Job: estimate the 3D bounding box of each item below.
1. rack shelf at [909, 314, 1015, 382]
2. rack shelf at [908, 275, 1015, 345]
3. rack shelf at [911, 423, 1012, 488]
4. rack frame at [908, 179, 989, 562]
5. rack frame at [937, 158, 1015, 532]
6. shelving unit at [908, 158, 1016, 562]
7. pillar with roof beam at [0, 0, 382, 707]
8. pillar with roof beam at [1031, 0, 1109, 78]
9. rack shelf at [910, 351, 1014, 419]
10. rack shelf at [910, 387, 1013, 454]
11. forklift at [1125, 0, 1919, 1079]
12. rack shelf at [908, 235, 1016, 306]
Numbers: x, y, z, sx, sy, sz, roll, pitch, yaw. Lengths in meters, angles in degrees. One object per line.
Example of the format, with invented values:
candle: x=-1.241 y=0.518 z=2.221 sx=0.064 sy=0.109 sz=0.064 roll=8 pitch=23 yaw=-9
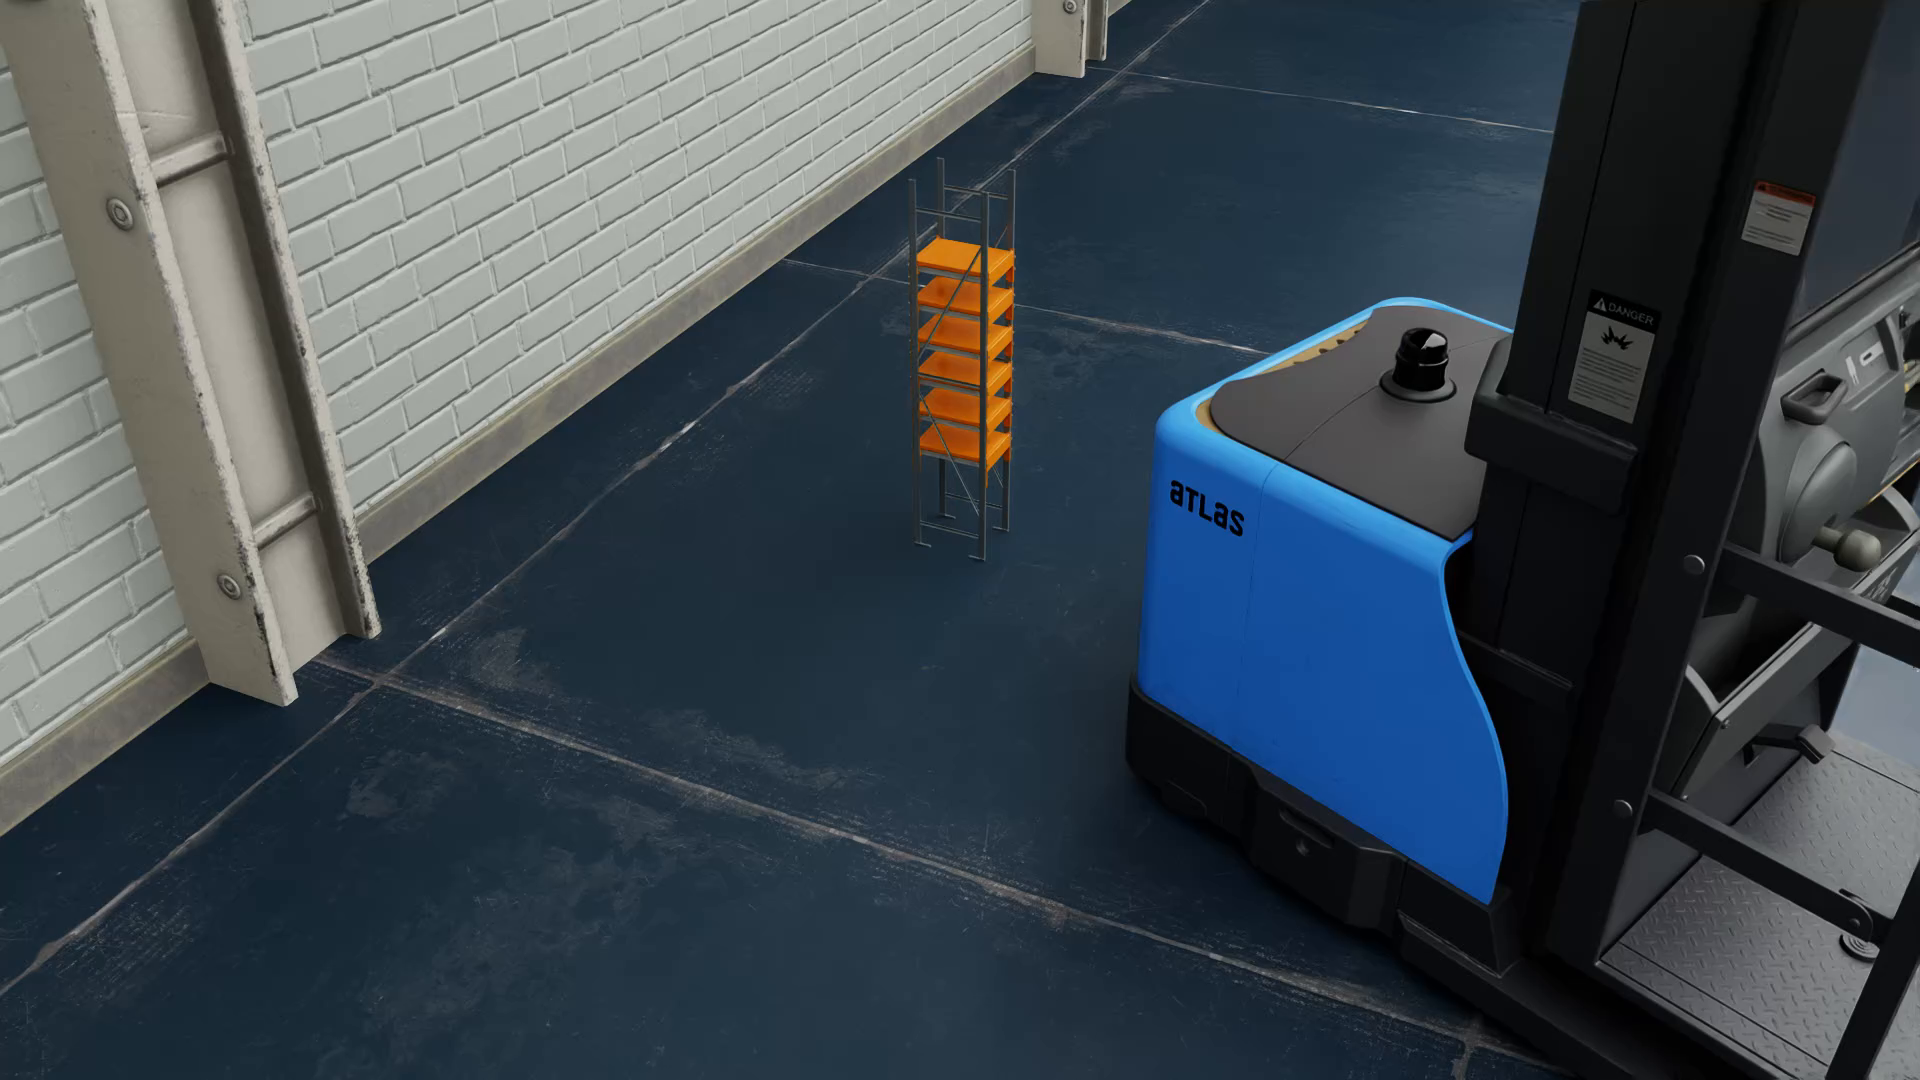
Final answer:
rack shelf: x=0.006 y=-0.572 z=4.891 sx=0.258 sy=0.103 sz=0.180 roll=14 pitch=36 yaw=20
rack shelf: x=0.006 y=-0.673 z=4.825 sx=0.258 sy=0.103 sz=0.180 roll=14 pitch=36 yaw=20
rack shelf: x=0.006 y=-0.271 z=5.088 sx=0.258 sy=0.103 sz=0.180 roll=14 pitch=36 yaw=20
rack frame: x=-0.032 y=-0.463 z=4.862 sx=0.240 sy=1.200 sz=0.006 roll=14 pitch=36 yaw=20
rack frame: x=0.044 y=-0.555 z=5.001 sx=0.240 sy=1.200 sz=0.006 roll=14 pitch=36 yaw=20
shelving unit: x=0.006 y=-0.509 z=4.932 sx=0.258 sy=1.200 sz=0.189 roll=14 pitch=36 yaw=20
pillar with roof beam: x=2.005 y=-2.452 z=0.783 sx=9.100 sy=9.000 sz=0.400 roll=14 pitch=36 yaw=20
pillar with roof beam: x=4.515 y=-5.440 z=5.340 sx=9.100 sy=9.000 sz=0.400 roll=14 pitch=36 yaw=20
rack shelf: x=0.006 y=-0.472 z=4.956 sx=0.258 sy=0.103 sz=0.180 roll=14 pitch=36 yaw=20
rack shelf: x=0.006 y=-0.371 z=5.022 sx=0.258 sy=0.103 sz=0.180 roll=14 pitch=36 yaw=20
forklift: x=1.795 y=-0.202 z=2.885 sx=1.130 sy=2.935 sz=3.031 roll=-27 pitch=42 yaw=-35
rack shelf: x=0.006 y=-0.773 z=4.759 sx=0.258 sy=0.103 sz=0.180 roll=14 pitch=36 yaw=20
